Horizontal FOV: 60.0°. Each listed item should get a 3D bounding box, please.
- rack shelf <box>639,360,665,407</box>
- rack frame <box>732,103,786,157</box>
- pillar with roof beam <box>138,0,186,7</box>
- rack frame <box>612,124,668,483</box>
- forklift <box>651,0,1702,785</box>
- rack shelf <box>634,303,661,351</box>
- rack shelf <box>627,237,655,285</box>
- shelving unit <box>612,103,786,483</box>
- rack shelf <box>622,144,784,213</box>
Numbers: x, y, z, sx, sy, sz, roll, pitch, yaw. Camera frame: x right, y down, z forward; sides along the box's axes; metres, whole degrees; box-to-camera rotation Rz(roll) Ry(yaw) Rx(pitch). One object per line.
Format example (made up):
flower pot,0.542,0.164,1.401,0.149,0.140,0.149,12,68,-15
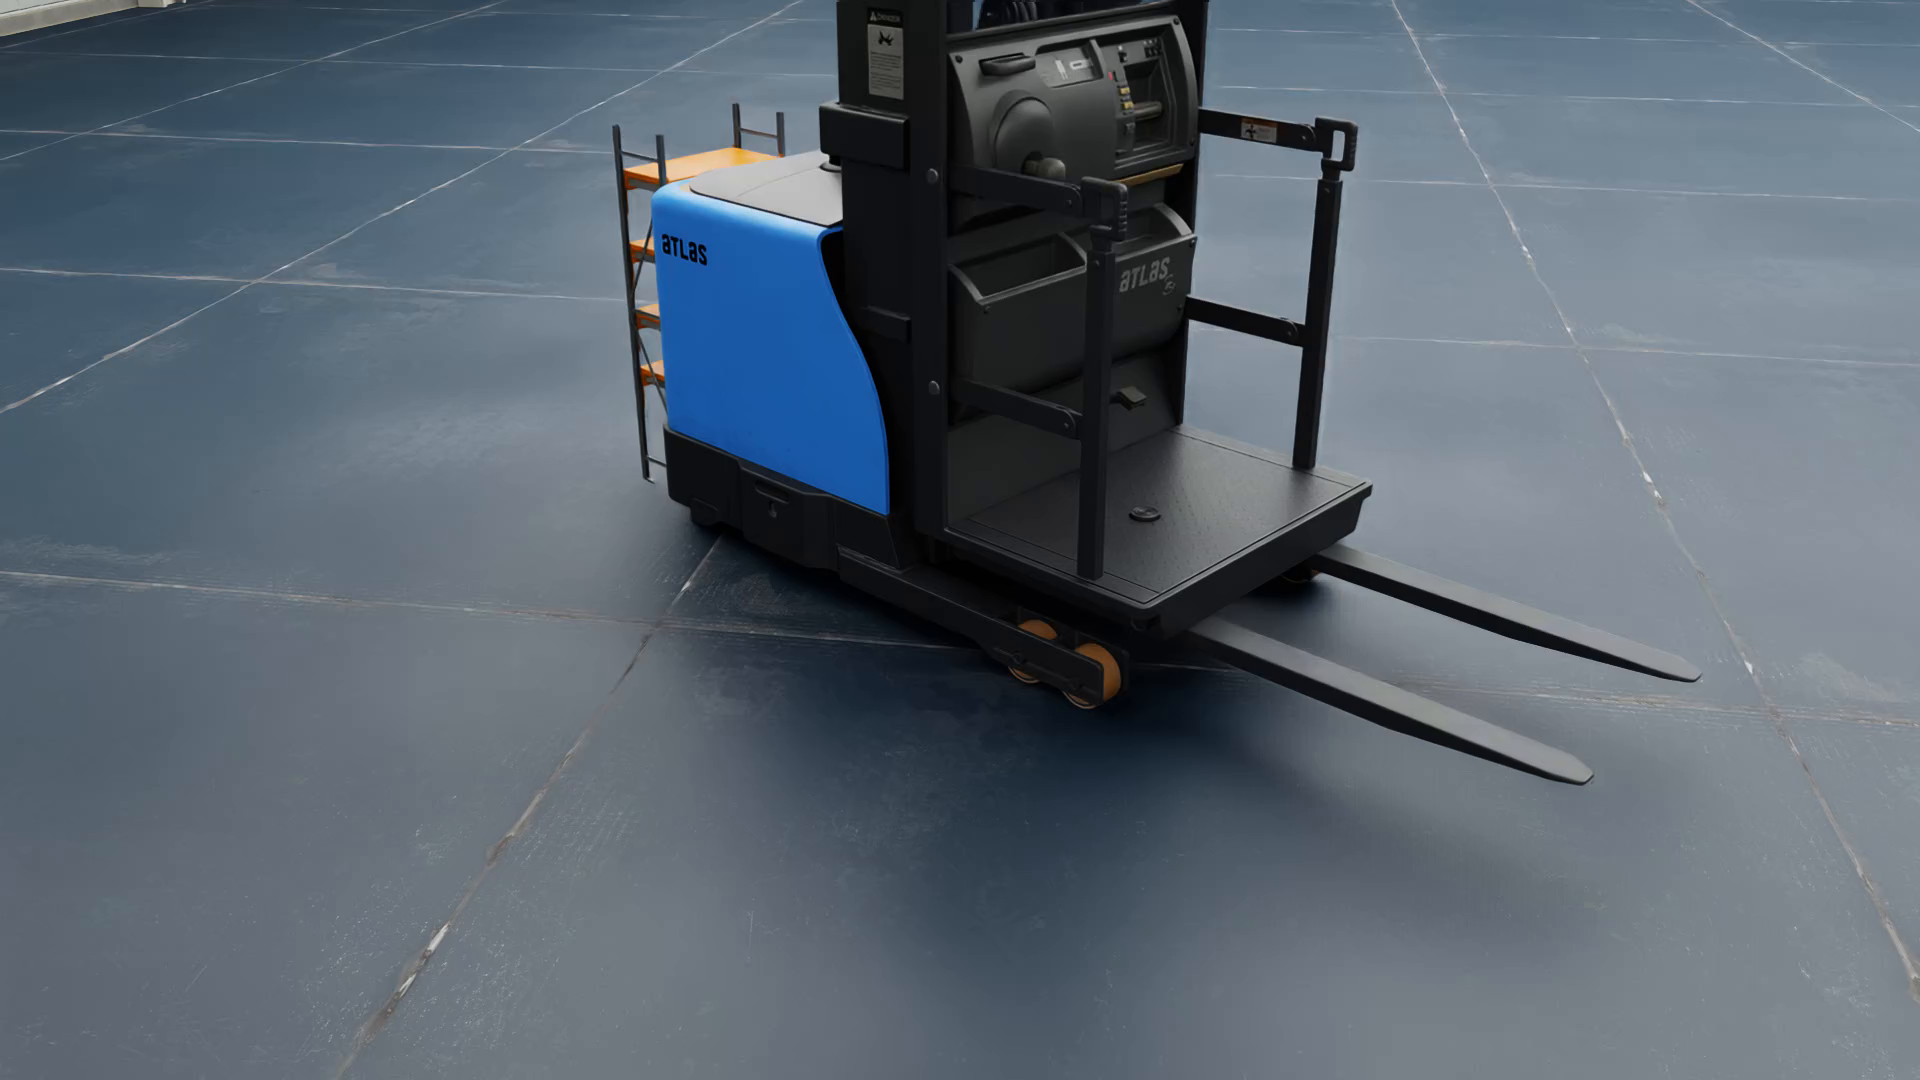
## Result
rack shelf,-0.828,-0.555,5.648,0.258,0.148,0.480,21,32,38
rack frame,-0.663,-0.872,5.698,0.240,1.200,0.015,21,32,38
pillar with roof beam,-3.839,-9.200,14.290,9.100,9.000,0.400,4,25,9
rack frame,-0.993,-0.720,5.373,0.240,1.200,0.015,21,32,38
forklift,0.472,-1.140,4.228,3.031,2.935,1.130,22,33,38
rack shelf,-0.828,-0.735,5.564,0.258,0.148,0.480,21,32,38
rack shelf,-0.828,-0.938,5.469,0.258,0.148,0.480,21,32,38
shelving unit,-0.828,-0.796,5.536,0.258,1.200,0.503,21,32,38
rack shelf,-0.828,-1.152,5.369,0.258,0.148,0.480,21,32,38
